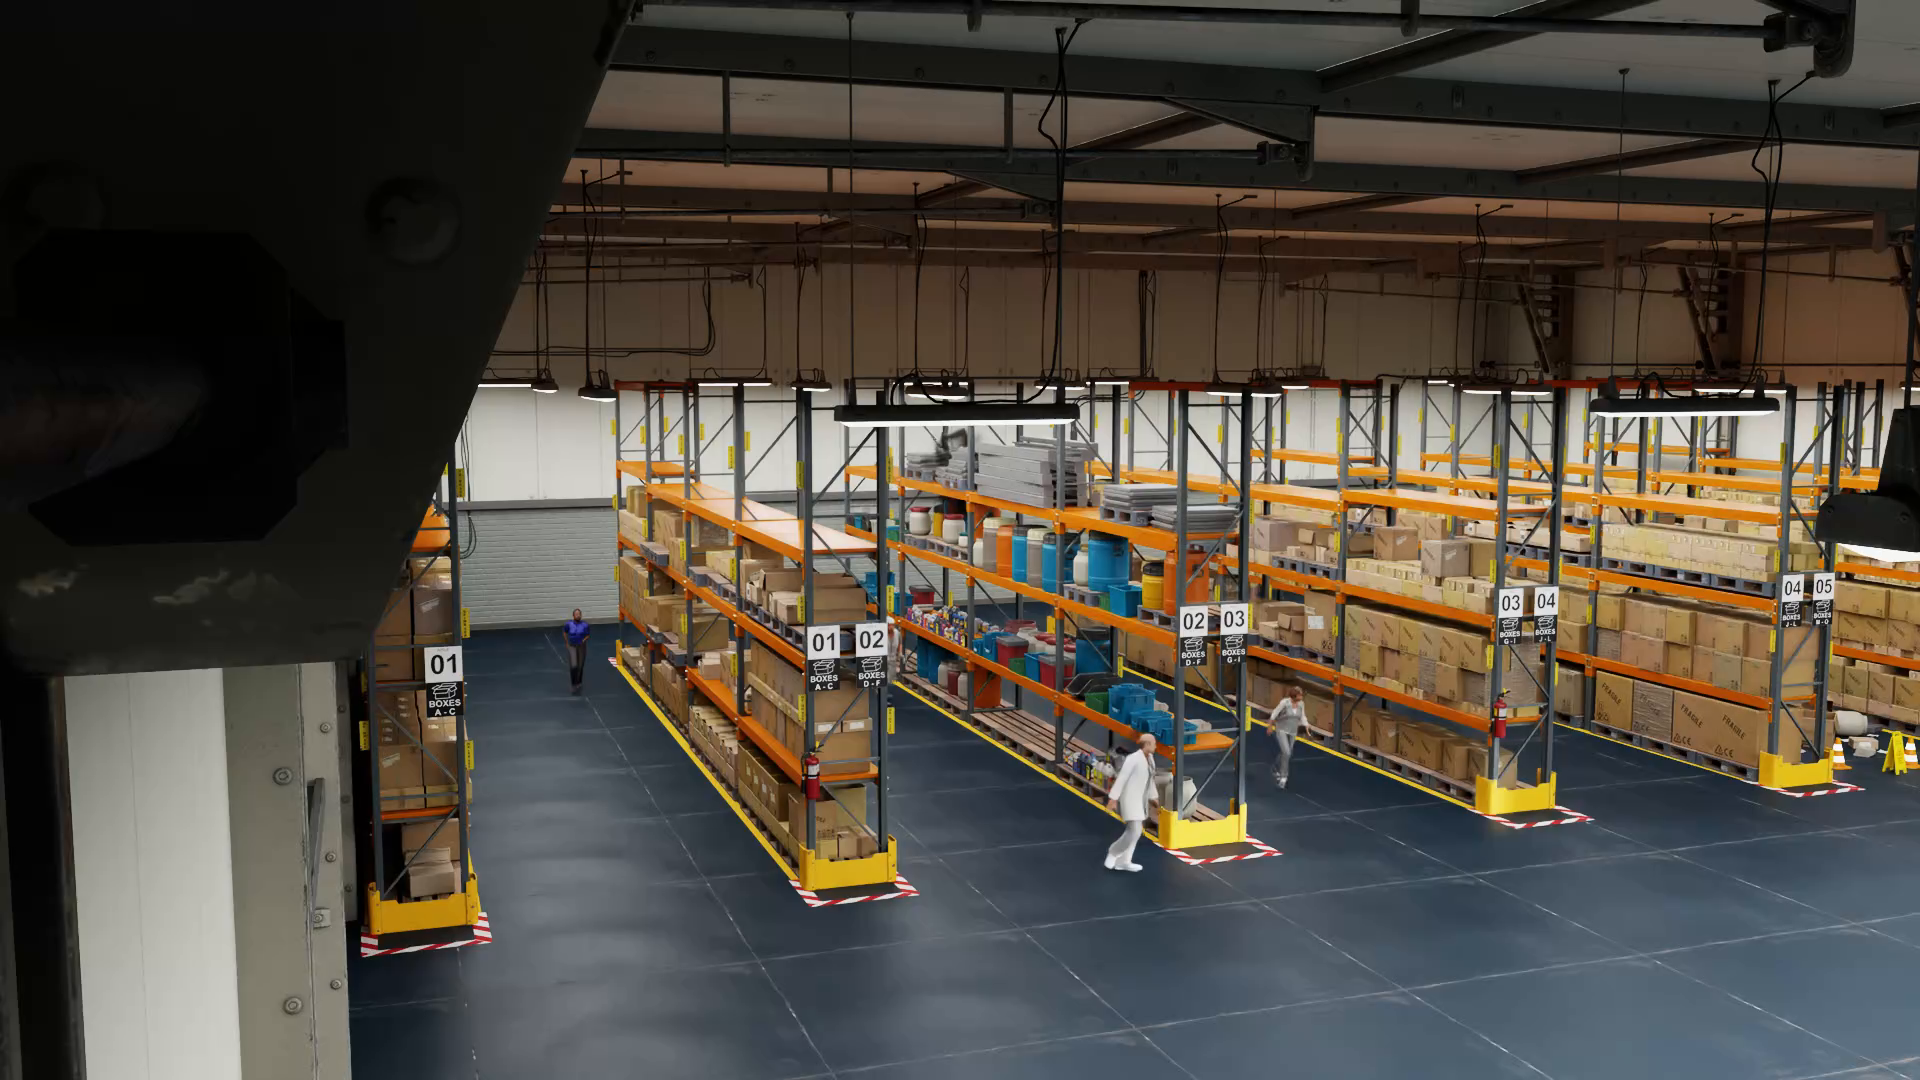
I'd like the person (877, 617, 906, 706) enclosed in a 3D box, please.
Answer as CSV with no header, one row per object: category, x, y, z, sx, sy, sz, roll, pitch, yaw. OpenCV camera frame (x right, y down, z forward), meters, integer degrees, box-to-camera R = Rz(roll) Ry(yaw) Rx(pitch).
person,-1.392,2.227,30.898,0.656,1.698,0.860,-4,7,-35

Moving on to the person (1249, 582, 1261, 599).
person,7.243,1.166,41.296,0.467,1.611,0.606,-5,8,-41

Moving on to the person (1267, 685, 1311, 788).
person,4.940,2.919,25.108,0.524,1.535,0.740,-2,6,-21

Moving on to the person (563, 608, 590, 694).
person,-7.388,2.140,32.097,0.493,1.670,0.801,-2,6,-21

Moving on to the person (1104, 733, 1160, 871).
person,2.146,3.278,20.780,0.565,1.754,0.743,4,7,33
